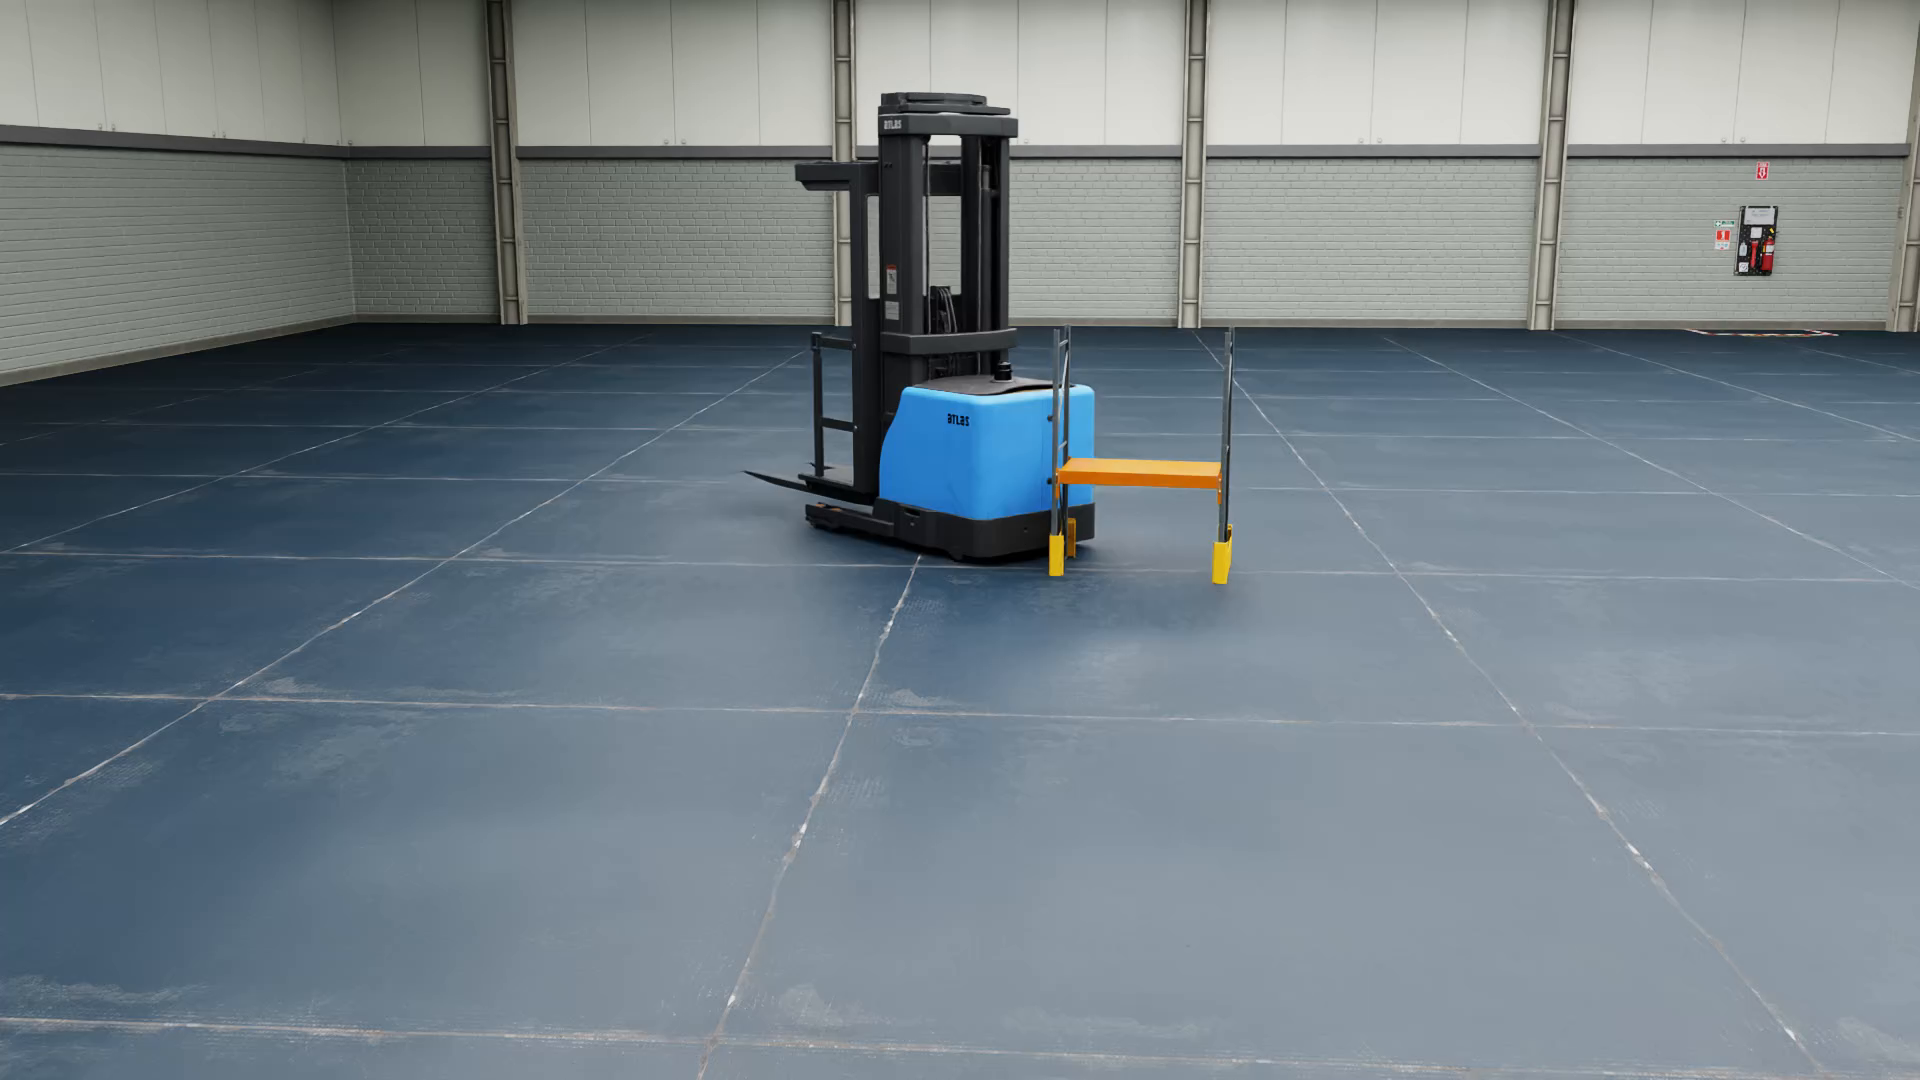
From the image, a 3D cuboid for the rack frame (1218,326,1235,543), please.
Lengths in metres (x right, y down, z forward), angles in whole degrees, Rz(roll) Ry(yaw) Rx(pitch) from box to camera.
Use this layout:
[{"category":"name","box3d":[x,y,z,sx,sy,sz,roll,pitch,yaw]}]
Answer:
[{"category":"rack frame","box3d":[1.621,-0.530,10.137,0.032,1.500,0.500,2,12,12]}]

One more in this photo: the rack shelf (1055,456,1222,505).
[{"category":"rack shelf","box3d":[1.124,-0.375,10.277,1.000,0.185,0.538,2,12,12]}]

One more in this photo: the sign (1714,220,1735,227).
[{"category":"sign","box3d":[12.962,-5.360,28.185,0.331,0.109,0.001,1,12,4]}]

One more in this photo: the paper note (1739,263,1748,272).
[{"category":"paper note","box3d":[13.331,-4.642,28.284,0.142,0.148,0.016,1,12,4]}]

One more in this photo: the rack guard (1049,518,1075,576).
[{"category":"rack guard","box3d":[0.646,0.040,10.467,0.087,0.250,0.587,2,12,12]}]

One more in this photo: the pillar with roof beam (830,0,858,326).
[{"category":"pillar with roof beam","box3d":[-2.281,-7.318,24.274,0.400,9.000,9.100,1,12,4]}]

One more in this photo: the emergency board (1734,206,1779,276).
[{"category":"emergency board","box3d":[13.503,-5.056,28.115,0.643,1.169,0.194,1,12,4]}]

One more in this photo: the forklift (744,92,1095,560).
[{"category":"forklift","box3d":[-0.433,-1.552,11.529,1.130,2.935,3.031,-10,15,-39]}]

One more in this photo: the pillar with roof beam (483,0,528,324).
[{"category":"pillar with roof beam","box3d":[-8.268,-7.400,24.667,0.400,9.000,9.100,1,12,4]}]

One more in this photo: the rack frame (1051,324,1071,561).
[{"category":"rack frame","box3d":[0.627,-0.573,10.343,0.032,1.500,0.500,2,12,12]}]

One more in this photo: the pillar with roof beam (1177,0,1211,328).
[{"category":"pillar with roof beam","box3d":[3.705,-7.236,23.882,0.400,9.000,9.100,1,12,4]}]

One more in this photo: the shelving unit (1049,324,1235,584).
[{"category":"shelving unit","box3d":[1.133,-0.551,10.238,1.083,1.500,0.587,2,12,12]}]

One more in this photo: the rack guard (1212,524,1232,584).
[{"category":"rack guard","box3d":[1.620,0.082,10.265,0.087,0.250,0.587,2,12,12]}]

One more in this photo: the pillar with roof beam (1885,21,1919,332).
[{"category":"pillar with roof beam","box3d":[15.679,-7.072,23.097,0.400,9.000,9.100,1,12,4]}]

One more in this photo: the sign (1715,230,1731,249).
[{"category":"sign","box3d":[12.958,-5.103,28.248,0.234,0.329,0.001,1,12,4]}]

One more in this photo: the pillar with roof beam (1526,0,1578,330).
[{"category":"pillar with roof beam","box3d":[9.692,-7.154,23.490,0.400,9.000,9.100,1,12,4]}]

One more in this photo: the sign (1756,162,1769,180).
[{"category":"sign","box3d":[13.502,-6.212,27.975,0.199,0.298,0.001,1,12,4]}]
